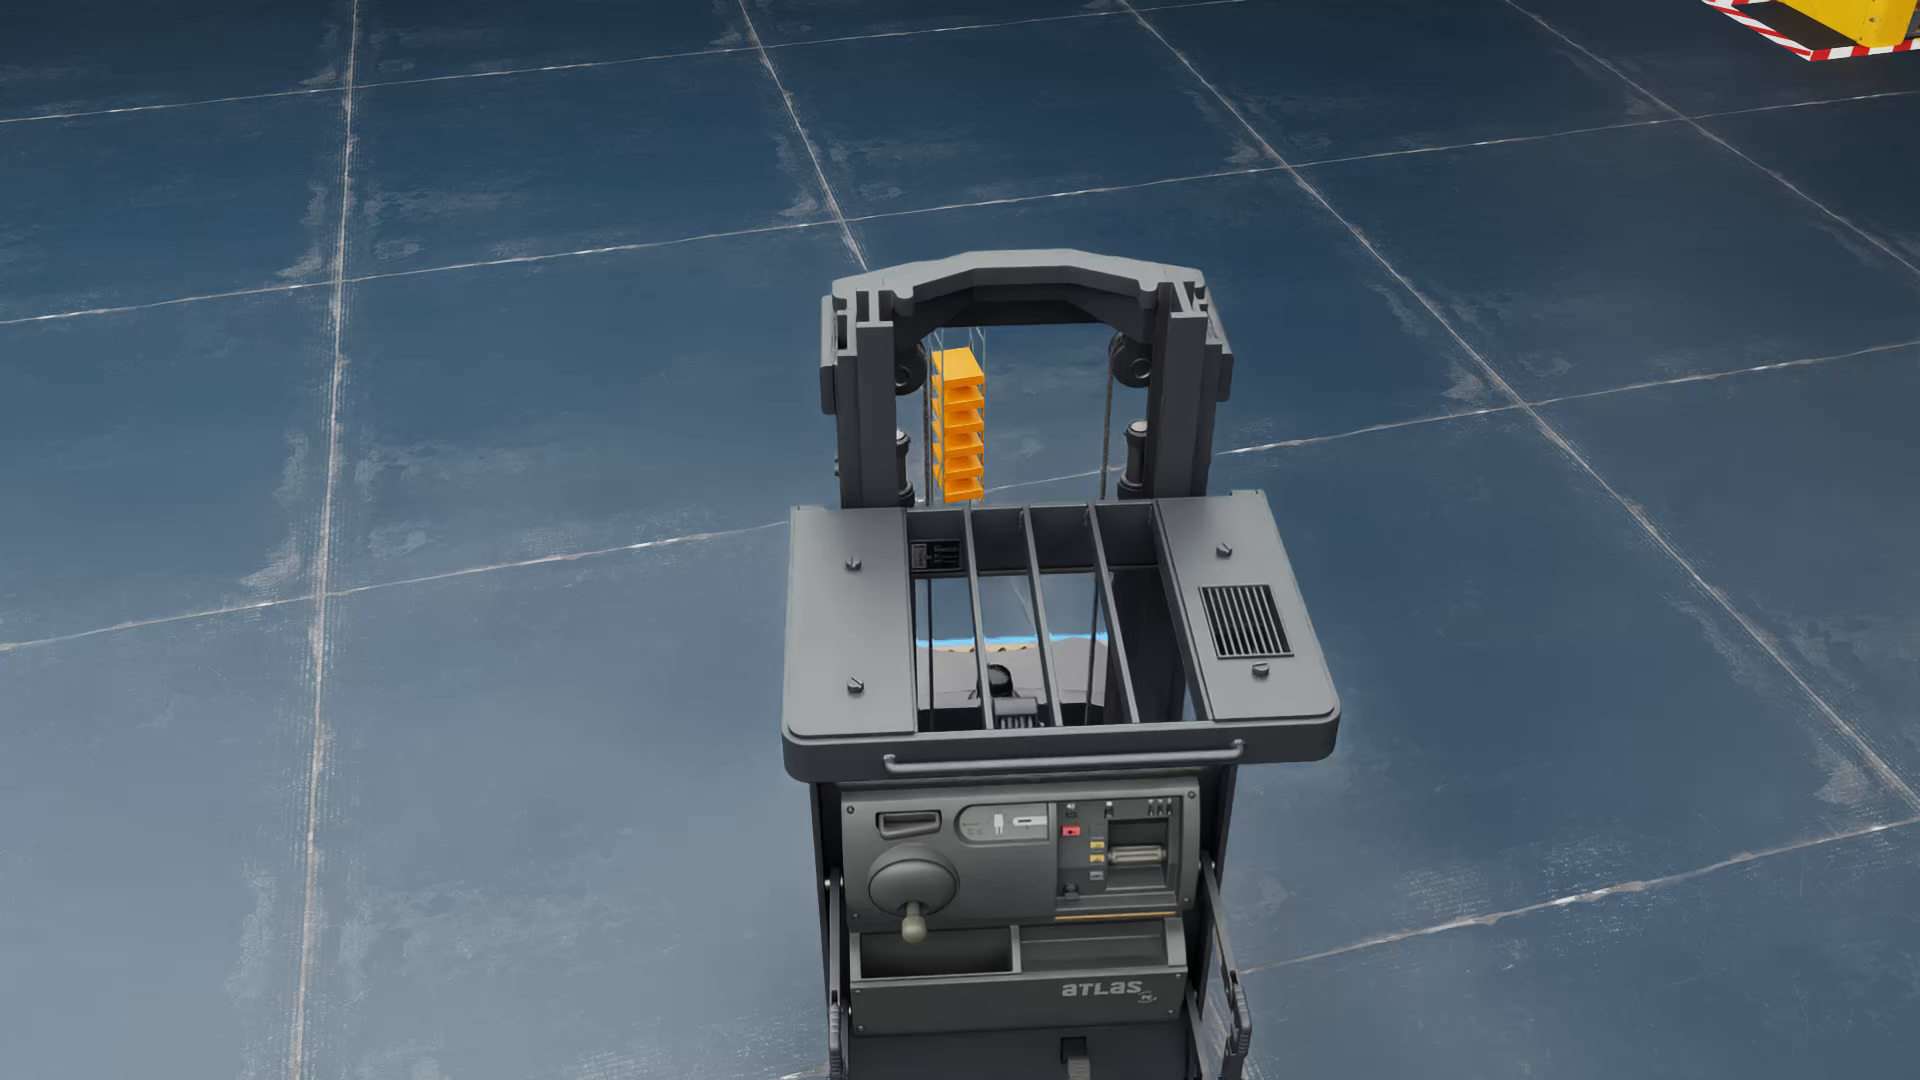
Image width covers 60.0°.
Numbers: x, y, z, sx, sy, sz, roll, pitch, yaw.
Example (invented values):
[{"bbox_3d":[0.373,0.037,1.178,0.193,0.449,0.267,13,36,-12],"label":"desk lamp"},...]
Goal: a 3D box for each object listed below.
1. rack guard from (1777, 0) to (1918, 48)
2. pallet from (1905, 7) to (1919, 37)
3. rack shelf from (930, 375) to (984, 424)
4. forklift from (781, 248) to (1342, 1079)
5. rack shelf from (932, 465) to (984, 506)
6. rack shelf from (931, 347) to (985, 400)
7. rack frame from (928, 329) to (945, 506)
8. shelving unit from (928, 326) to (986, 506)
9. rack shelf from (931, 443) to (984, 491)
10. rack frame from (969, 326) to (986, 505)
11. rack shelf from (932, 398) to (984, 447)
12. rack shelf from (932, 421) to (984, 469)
[{"bbox_3d":[6.909,-4.300,12.960,0.348,0.500,1.175,-9,38,-12],"label":"rack guard"},{"bbox_3d":[7.659,-4.335,13.243,1.213,0.211,1.003,-9,38,-12],"label":"pallet"},{"bbox_3d":[-0.014,-0.630,7.264,0.180,0.103,0.258,-9,38,-12],"label":"rack shelf"},{"bbox_3d":[0.175,0.902,4.158,1.130,2.935,3.031,-2,37,-3],"label":"forklift"},{"bbox_3d":[-0.014,-0.248,7.555,0.180,0.103,0.258,-9,38,-12],"label":"rack shelf"},{"bbox_3d":[-0.014,-0.725,7.191,0.180,0.103,0.258,-9,38,-12],"label":"rack shelf"},{"bbox_3d":[-0.102,-0.460,7.364,0.006,1.200,0.240,-9,38,-12],"label":"rack frame"},{"bbox_3d":[-0.014,-0.474,7.382,0.189,1.200,0.258,-9,38,-12],"label":"shelving unit"},{"bbox_3d":[-0.014,-0.344,7.482,0.180,0.103,0.258,-9,38,-12],"label":"rack shelf"},{"bbox_3d":[0.074,-0.489,7.401,0.006,1.200,0.240,-9,38,-12],"label":"rack frame"},{"bbox_3d":[-0.014,-0.534,7.337,0.180,0.103,0.258,-9,38,-12],"label":"rack shelf"},{"bbox_3d":[-0.014,-0.439,7.409,0.180,0.103,0.258,-9,38,-12],"label":"rack shelf"}]
